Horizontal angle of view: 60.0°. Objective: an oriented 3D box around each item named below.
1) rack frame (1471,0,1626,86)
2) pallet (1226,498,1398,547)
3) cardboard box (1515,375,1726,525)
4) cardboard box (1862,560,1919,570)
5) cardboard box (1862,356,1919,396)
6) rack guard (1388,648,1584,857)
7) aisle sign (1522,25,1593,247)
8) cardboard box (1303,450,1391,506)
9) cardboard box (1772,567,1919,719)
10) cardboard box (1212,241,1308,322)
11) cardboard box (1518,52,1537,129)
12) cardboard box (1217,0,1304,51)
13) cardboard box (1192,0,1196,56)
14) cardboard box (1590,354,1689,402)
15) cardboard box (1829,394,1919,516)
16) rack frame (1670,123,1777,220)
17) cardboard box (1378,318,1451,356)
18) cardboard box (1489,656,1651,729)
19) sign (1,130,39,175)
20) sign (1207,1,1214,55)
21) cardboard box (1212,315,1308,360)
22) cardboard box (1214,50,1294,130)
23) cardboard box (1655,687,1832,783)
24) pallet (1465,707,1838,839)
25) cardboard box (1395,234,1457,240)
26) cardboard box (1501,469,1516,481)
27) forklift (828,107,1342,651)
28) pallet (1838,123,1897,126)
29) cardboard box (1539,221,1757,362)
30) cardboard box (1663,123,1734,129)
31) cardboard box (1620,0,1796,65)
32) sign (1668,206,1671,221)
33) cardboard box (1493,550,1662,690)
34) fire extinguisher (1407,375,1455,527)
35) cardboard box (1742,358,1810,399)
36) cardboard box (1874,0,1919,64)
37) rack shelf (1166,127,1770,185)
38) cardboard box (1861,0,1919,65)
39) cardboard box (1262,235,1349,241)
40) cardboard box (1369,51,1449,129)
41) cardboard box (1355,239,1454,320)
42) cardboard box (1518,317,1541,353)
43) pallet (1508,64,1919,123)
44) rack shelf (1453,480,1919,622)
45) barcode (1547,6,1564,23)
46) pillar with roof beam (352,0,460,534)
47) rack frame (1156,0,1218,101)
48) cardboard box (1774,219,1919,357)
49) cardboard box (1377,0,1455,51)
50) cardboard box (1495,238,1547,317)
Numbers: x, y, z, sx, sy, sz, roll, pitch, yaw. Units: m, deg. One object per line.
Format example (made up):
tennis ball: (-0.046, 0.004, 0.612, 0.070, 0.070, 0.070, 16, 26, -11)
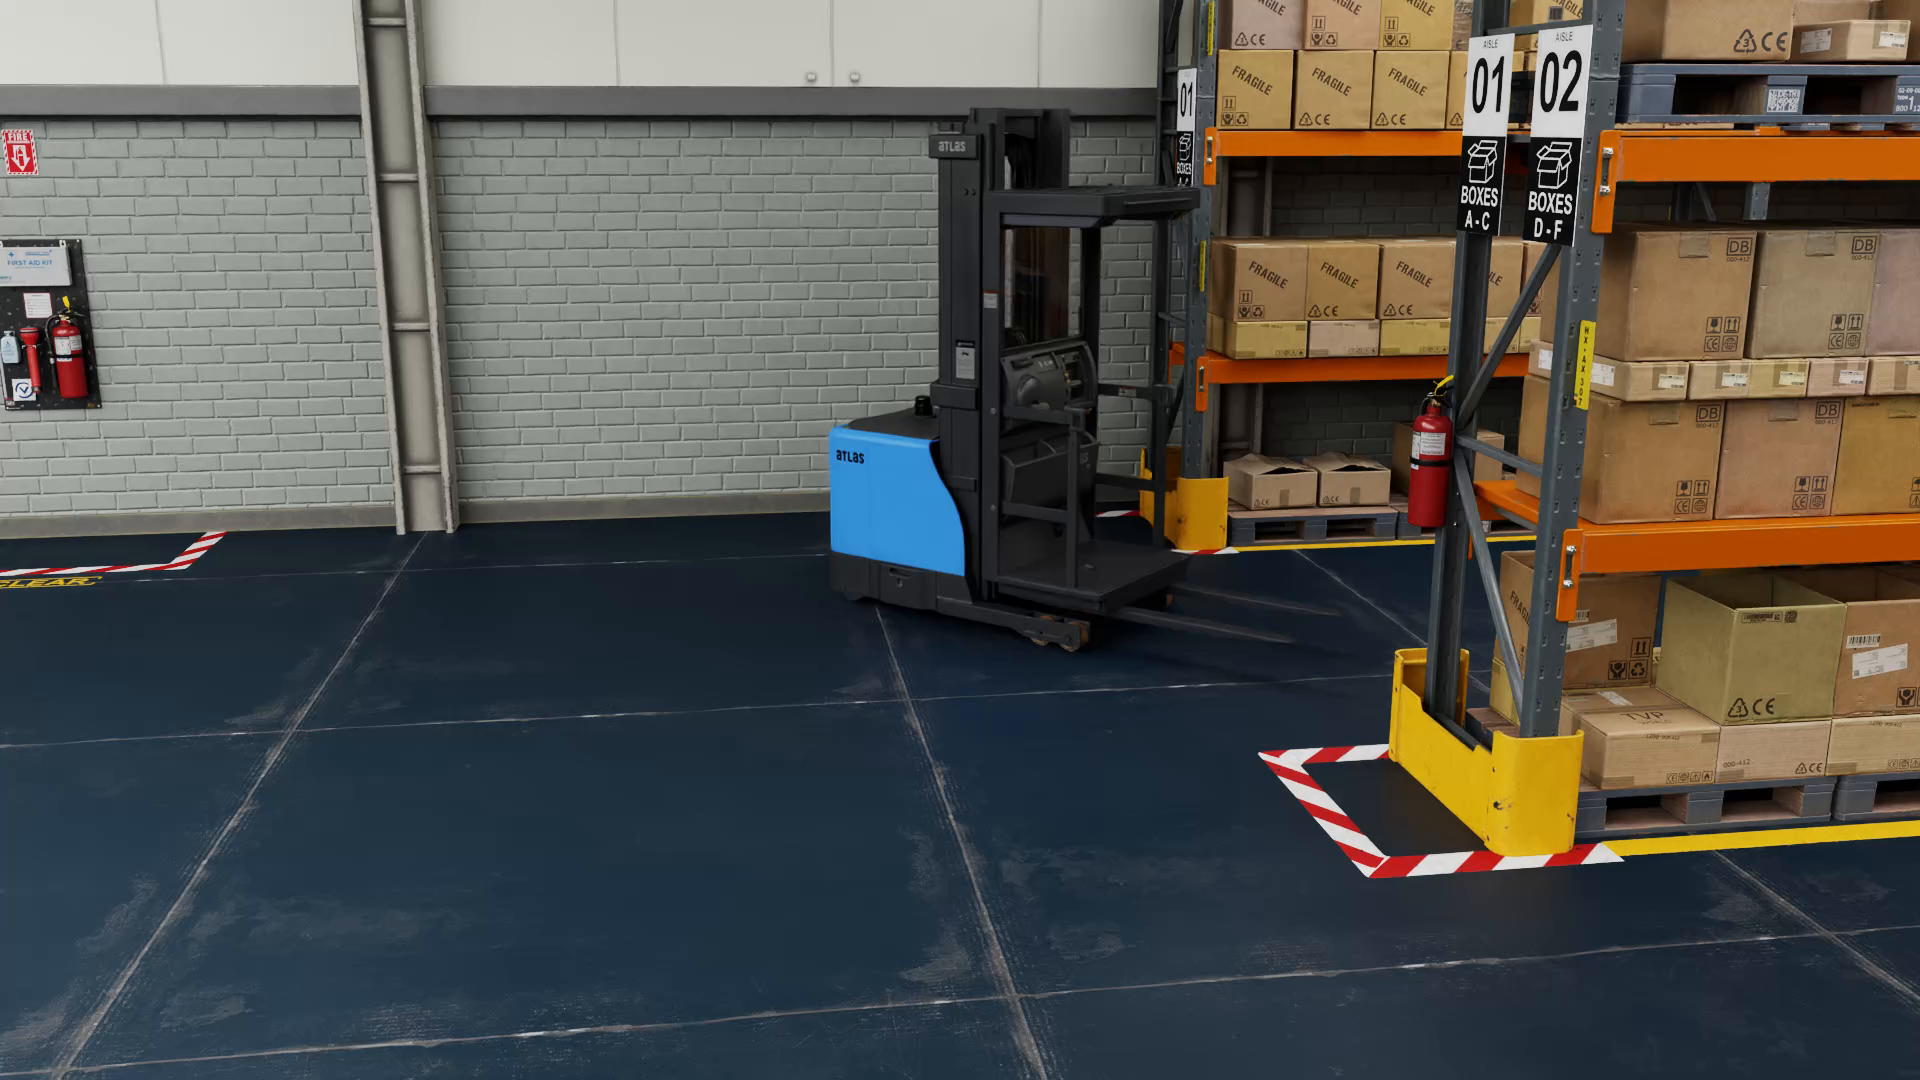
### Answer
rack frame: (2.262, -3.241, 6.146, 0.127, 3.000, 1.000, -2, 14, -8)
pallet: (2.404, -0.194, 12.060, 1.213, 0.211, 1.003, -2, 14, -8)
cardboard box: (2.725, -0.393, 6.918, 0.500, 0.500, 0.700, -2, 14, -8)
cardboard box: (4.229, 0.287, 7.660, 0.500, 0.500, 0.500, -2, 14, -8)
cardboard box: (3.703, -0.694, 6.785, 0.250, 0.149, 0.380, -3, 14, -10)
rack guard: (2.238, 0.882, 7.176, 0.348, 0.500, 1.175, -2, 14, -8)
aisle sign: (2.242, -1.516, 6.256, 0.004, 0.787, 0.394, -2, 14, -8)
cardboard box: (2.781, -0.456, 11.996, 0.500, 0.311, 0.500, -1, 14, -4)
cardboard box: (3.812, 0.430, 7.090, 0.500, 0.500, 0.500, -2, 14, -8)
cardboard box: (2.037, -1.768, 11.331, 0.500, 0.500, 0.500, -2, 14, -8)
cardboard box: (3.969, -3.058, 11.337, 0.500, 0.500, 0.500, -3, 14, -11)
cardboard box: (1.937, -3.476, 10.948, 0.500, 0.500, 0.500, -3, 14, -12)
cardboard box: (1.908, -3.599, 11.438, 0.500, 0.500, 0.500, -1, 14, -6)
cardboard box: (2.682, -0.657, 6.634, 0.250, 0.149, 0.380, -2, 14, -9)
cardboard box: (3.736, -0.430, 7.065, 0.500, 0.500, 0.700, -2, 14, -8)
rack frame: (5.476, -1.667, 12.204, 0.127, 3.000, 1.000, -2, 14, -8)
cardboard box: (3.066, -1.440, 11.564, 0.500, 0.250, 0.500, -2, 14, -9)
cardboard box: (2.748, 0.708, 7.520, 0.500, 0.250, 0.500, -2, 14, -8)
sign: (-6.322, -2.606, 11.182, 0.199, 0.298, 0.001, -2, 14, -8)
sign: (1.601, -3.271, 10.634, 0.005, 0.325, 0.100, -2, 14, -8)
cardboard box: (2.050, -1.401, 11.408, 0.500, 0.250, 0.500, -3, 14, -10)
cardboard box: (1.888, -2.988, 11.055, 0.500, 0.500, 0.500, -2, 14, -7)
cardboard box: (3.319, 0.814, 7.099, 0.500, 0.250, 0.500, -2, 14, -8)
pallet: (3.012, 0.984, 7.365, 1.213, 0.211, 1.003, -2, 14, -8)
cardboard box: (3.462, -1.945, 12.038, 0.500, 0.500, 0.500, -2, 14, -8)
cardboard box: (3.891, -0.445, 12.285, 0.250, 0.149, 0.380, -3, 14, -13)
forklift: (0.688, -0.948, 9.478, 3.031, 2.935, 1.130, 10, 17, 34)
pallet: (7.127, -3.066, 12.002, 1.003, 0.211, 1.213, -2, 14, -8)
cardboard box: (2.778, -1.025, 6.768, 0.500, 0.500, 0.700, -2, 14, -8)
cardboard box: (5.010, -3.103, 11.514, 0.500, 0.500, 0.500, -2, 14, -7)
cardboard box: (2.831, -2.127, 6.509, 0.637, 0.503, 0.797, -1, 14, -4)
sign: (5.389, -2.362, 12.595, 0.005, 0.325, 0.100, -2, 14, -8)
cardboard box: (2.748, 0.344, 7.430, 0.500, 0.500, 0.500, -2, 14, -8)
fire extinguisher: (2.076, -0.401, 7.313, 0.183, 0.674, 0.296, -2, 14, -8)
cardboard box: (3.189, -0.675, 6.710, 0.250, 0.149, 0.380, -2, 14, -8)
cardboard box: (3.945, -2.100, 6.408, 0.500, 0.500, 0.500, -2, 14, -8)
rack shelf: (3.498, -2.701, 11.638, 4.000, 0.370, 1.077, -2, 14, -8)
cardboard box: (3.911, -2.140, 6.953, 0.500, 0.311, 0.500, 0, 14, -2)
cardboard box: (2.454, -1.907, 11.886, 0.500, 0.500, 0.500, -2, 14, -8)
cardboard box: (2.937, -3.018, 11.177, 0.500, 0.500, 0.500, -1, 14, -6)
cardboard box: (3.039, -1.801, 11.462, 0.500, 0.500, 0.500, -3, 14, -10)
cardboard box: (4.063, -1.476, 11.709, 0.500, 0.250, 0.500, -2, 14, -9)
pallet: (2.965, -1.762, 6.599, 1.213, 0.211, 1.003, -2, 14, -8)
rack shelf: (4.239, -0.055, 7.252, 4.000, 0.370, 1.077, -2, 14, -8)
barcode: (2.488, -2.194, 6.946, 0.075, 0.075, 0.001, -2, 14, -8)
pillar with roof beam: (-3.208, -3.413, 6.831, 0.400, 9.000, 9.100, -2, 14, -8)
rack frame: (1.520, -4.432, 10.896, 0.127, 3.000, 1.000, -2, 14, -8)
cardboard box: (3.795, -1.063, 6.923, 0.500, 0.500, 0.700, -2, 14, -8)
cardboard box: (2.946, -3.503, 11.056, 0.500, 0.500, 0.500, -2, 14, -7)
cardboard box: (4.062, -1.841, 11.624, 0.500, 0.500, 0.500, -3, 14, -10)
